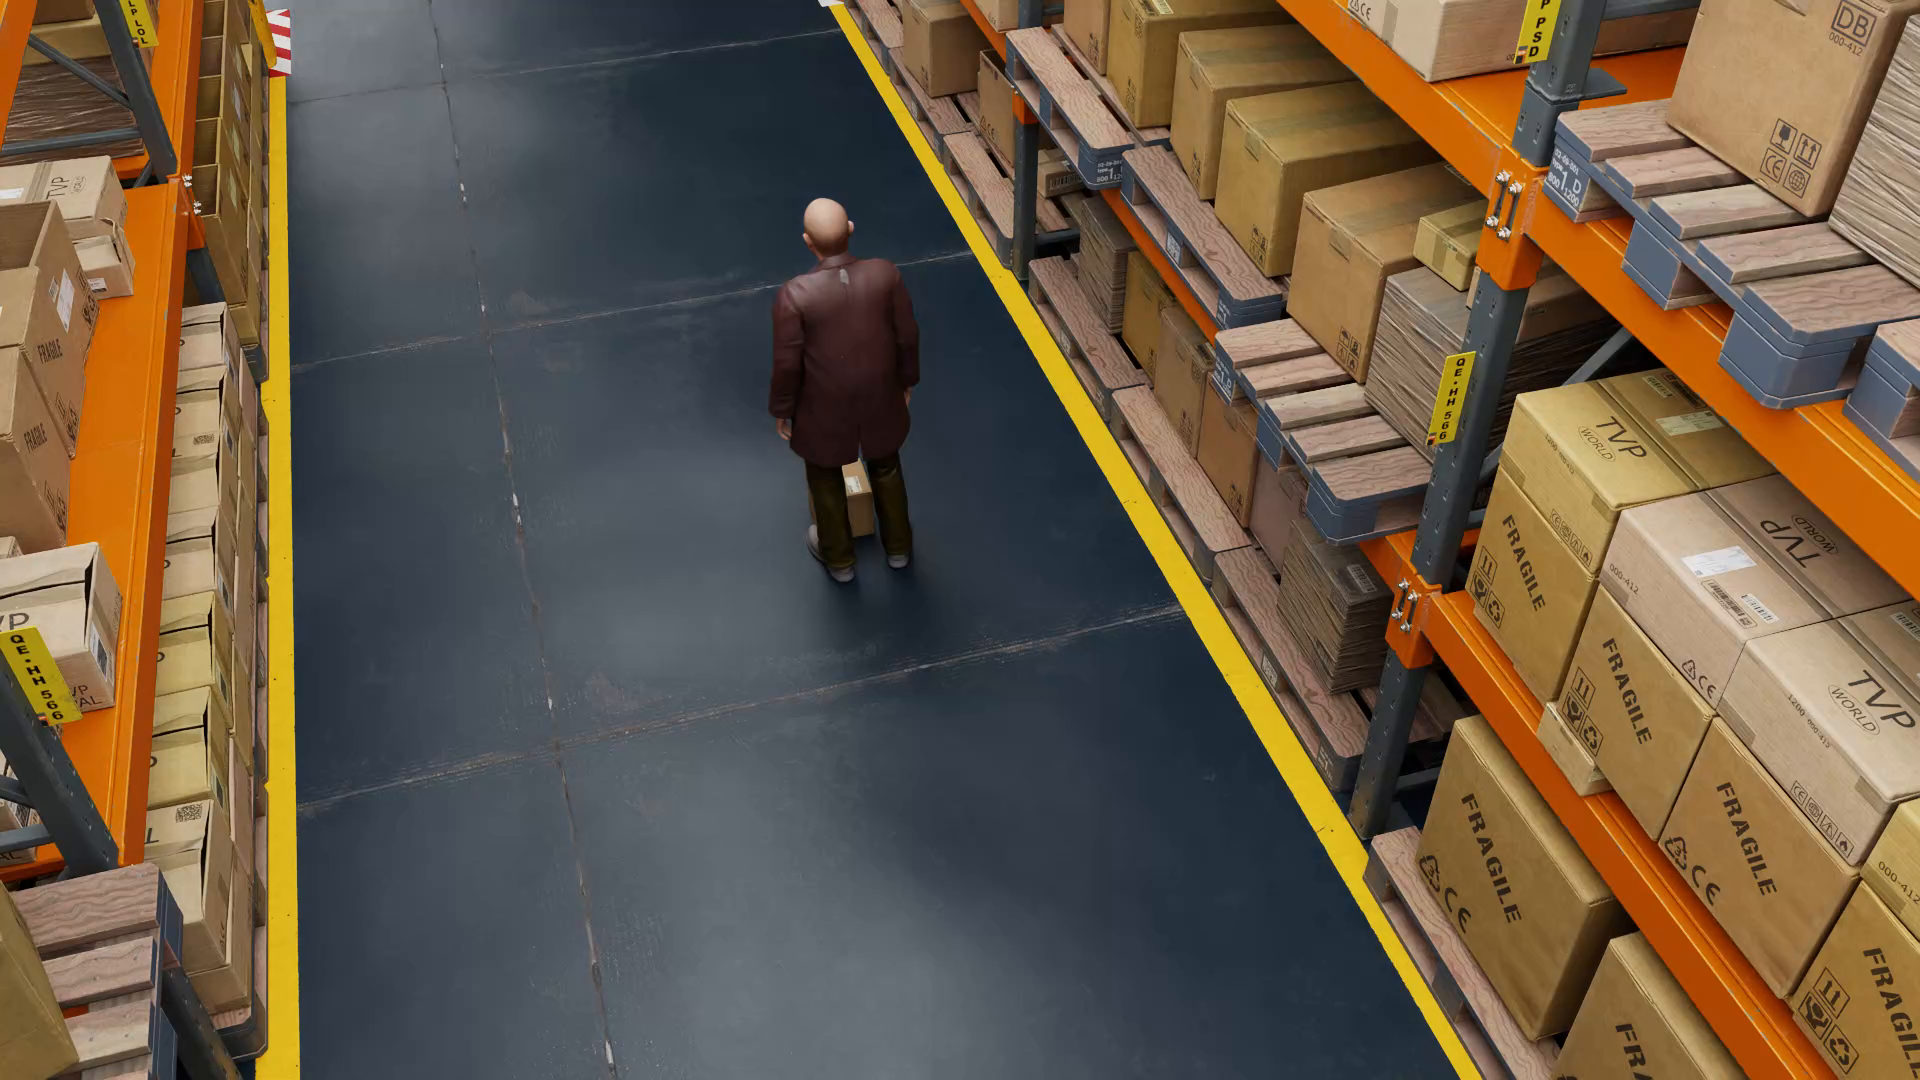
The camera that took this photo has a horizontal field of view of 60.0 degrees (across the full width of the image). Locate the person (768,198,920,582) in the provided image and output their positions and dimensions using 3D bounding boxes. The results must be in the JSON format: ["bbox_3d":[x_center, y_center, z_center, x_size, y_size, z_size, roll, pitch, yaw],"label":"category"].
[{"bbox_3d":[-0.472,-0.589,6.833,0.651,1.773,0.428,-14,44,-16],"label":"person"}]
